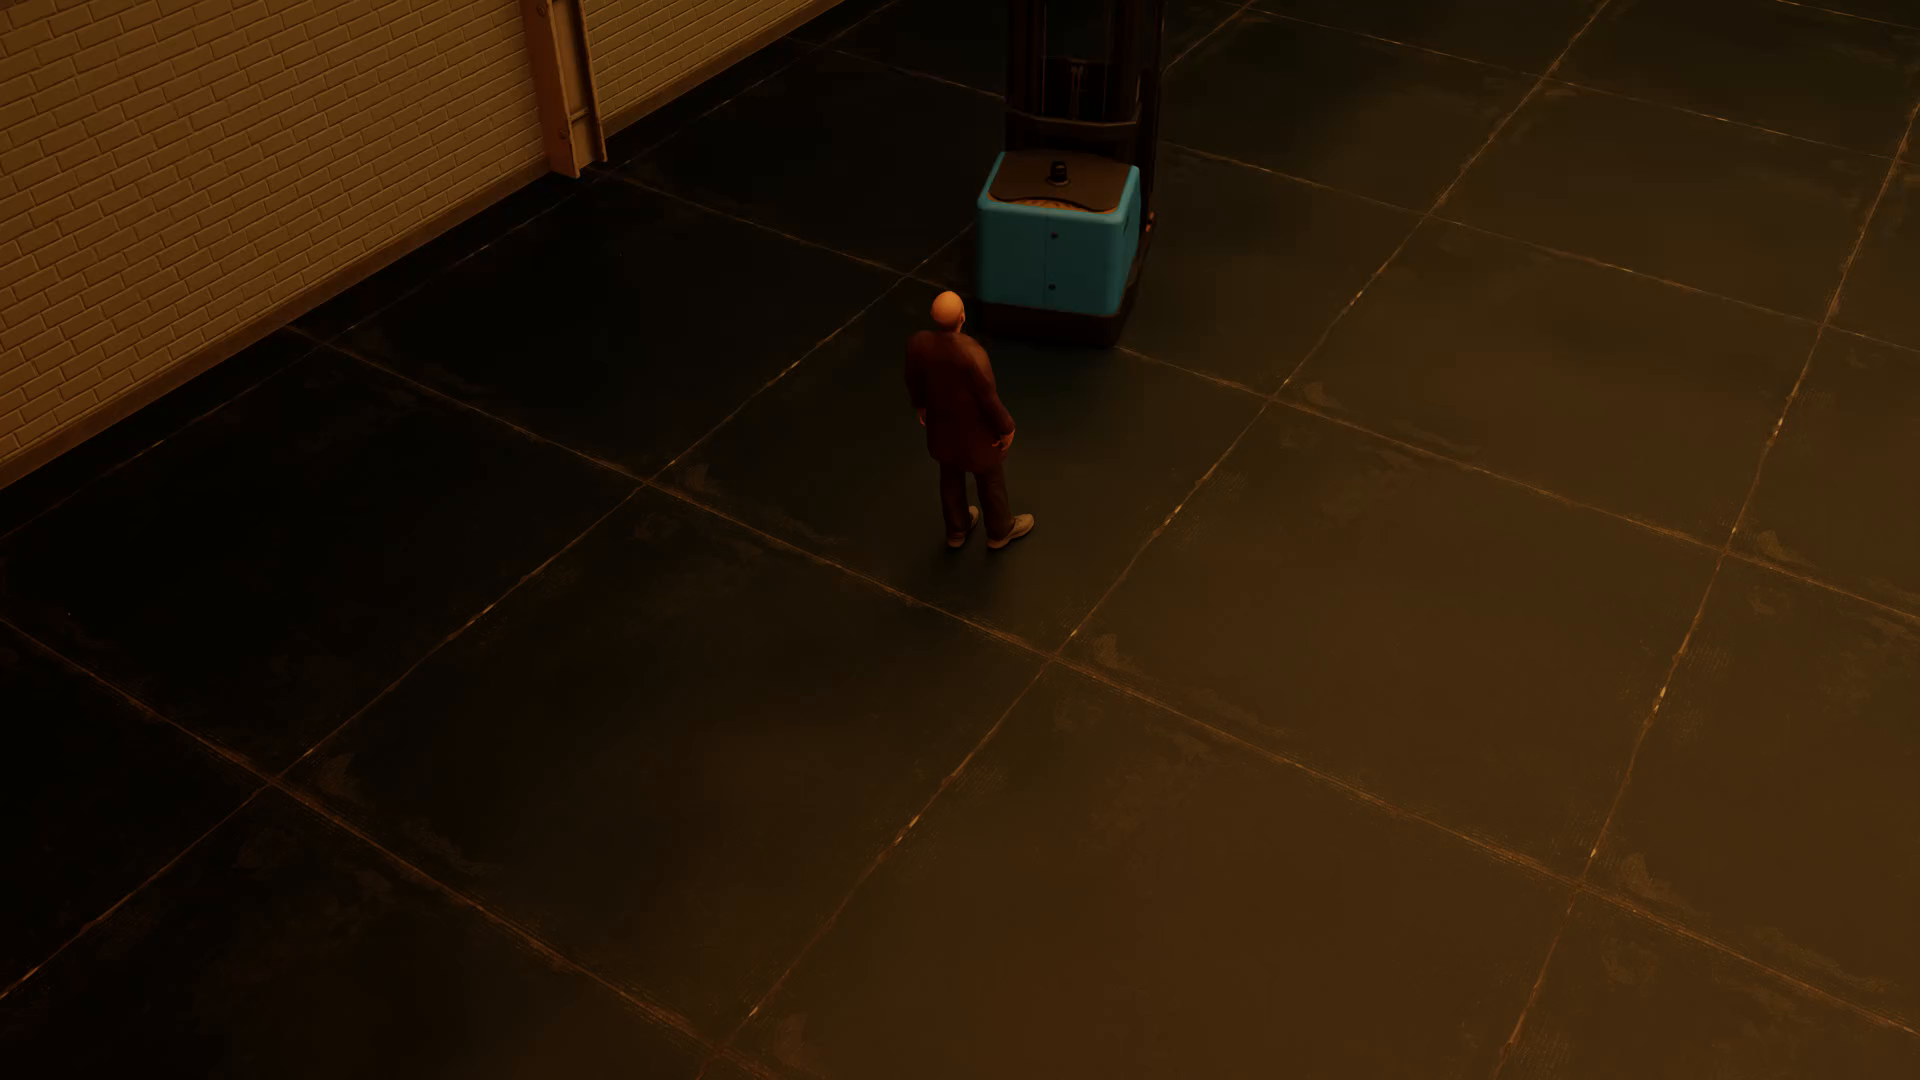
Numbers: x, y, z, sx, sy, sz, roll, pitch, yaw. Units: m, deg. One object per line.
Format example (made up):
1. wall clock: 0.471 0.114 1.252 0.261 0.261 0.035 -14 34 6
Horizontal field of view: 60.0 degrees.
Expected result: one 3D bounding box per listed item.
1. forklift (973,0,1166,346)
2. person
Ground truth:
1. forklift: 0.932 -3.452 12.040 1.130 2.935 3.031 9 41 10
2. person: 0.053 -0.732 9.712 0.696 1.778 0.579 22 45 24
